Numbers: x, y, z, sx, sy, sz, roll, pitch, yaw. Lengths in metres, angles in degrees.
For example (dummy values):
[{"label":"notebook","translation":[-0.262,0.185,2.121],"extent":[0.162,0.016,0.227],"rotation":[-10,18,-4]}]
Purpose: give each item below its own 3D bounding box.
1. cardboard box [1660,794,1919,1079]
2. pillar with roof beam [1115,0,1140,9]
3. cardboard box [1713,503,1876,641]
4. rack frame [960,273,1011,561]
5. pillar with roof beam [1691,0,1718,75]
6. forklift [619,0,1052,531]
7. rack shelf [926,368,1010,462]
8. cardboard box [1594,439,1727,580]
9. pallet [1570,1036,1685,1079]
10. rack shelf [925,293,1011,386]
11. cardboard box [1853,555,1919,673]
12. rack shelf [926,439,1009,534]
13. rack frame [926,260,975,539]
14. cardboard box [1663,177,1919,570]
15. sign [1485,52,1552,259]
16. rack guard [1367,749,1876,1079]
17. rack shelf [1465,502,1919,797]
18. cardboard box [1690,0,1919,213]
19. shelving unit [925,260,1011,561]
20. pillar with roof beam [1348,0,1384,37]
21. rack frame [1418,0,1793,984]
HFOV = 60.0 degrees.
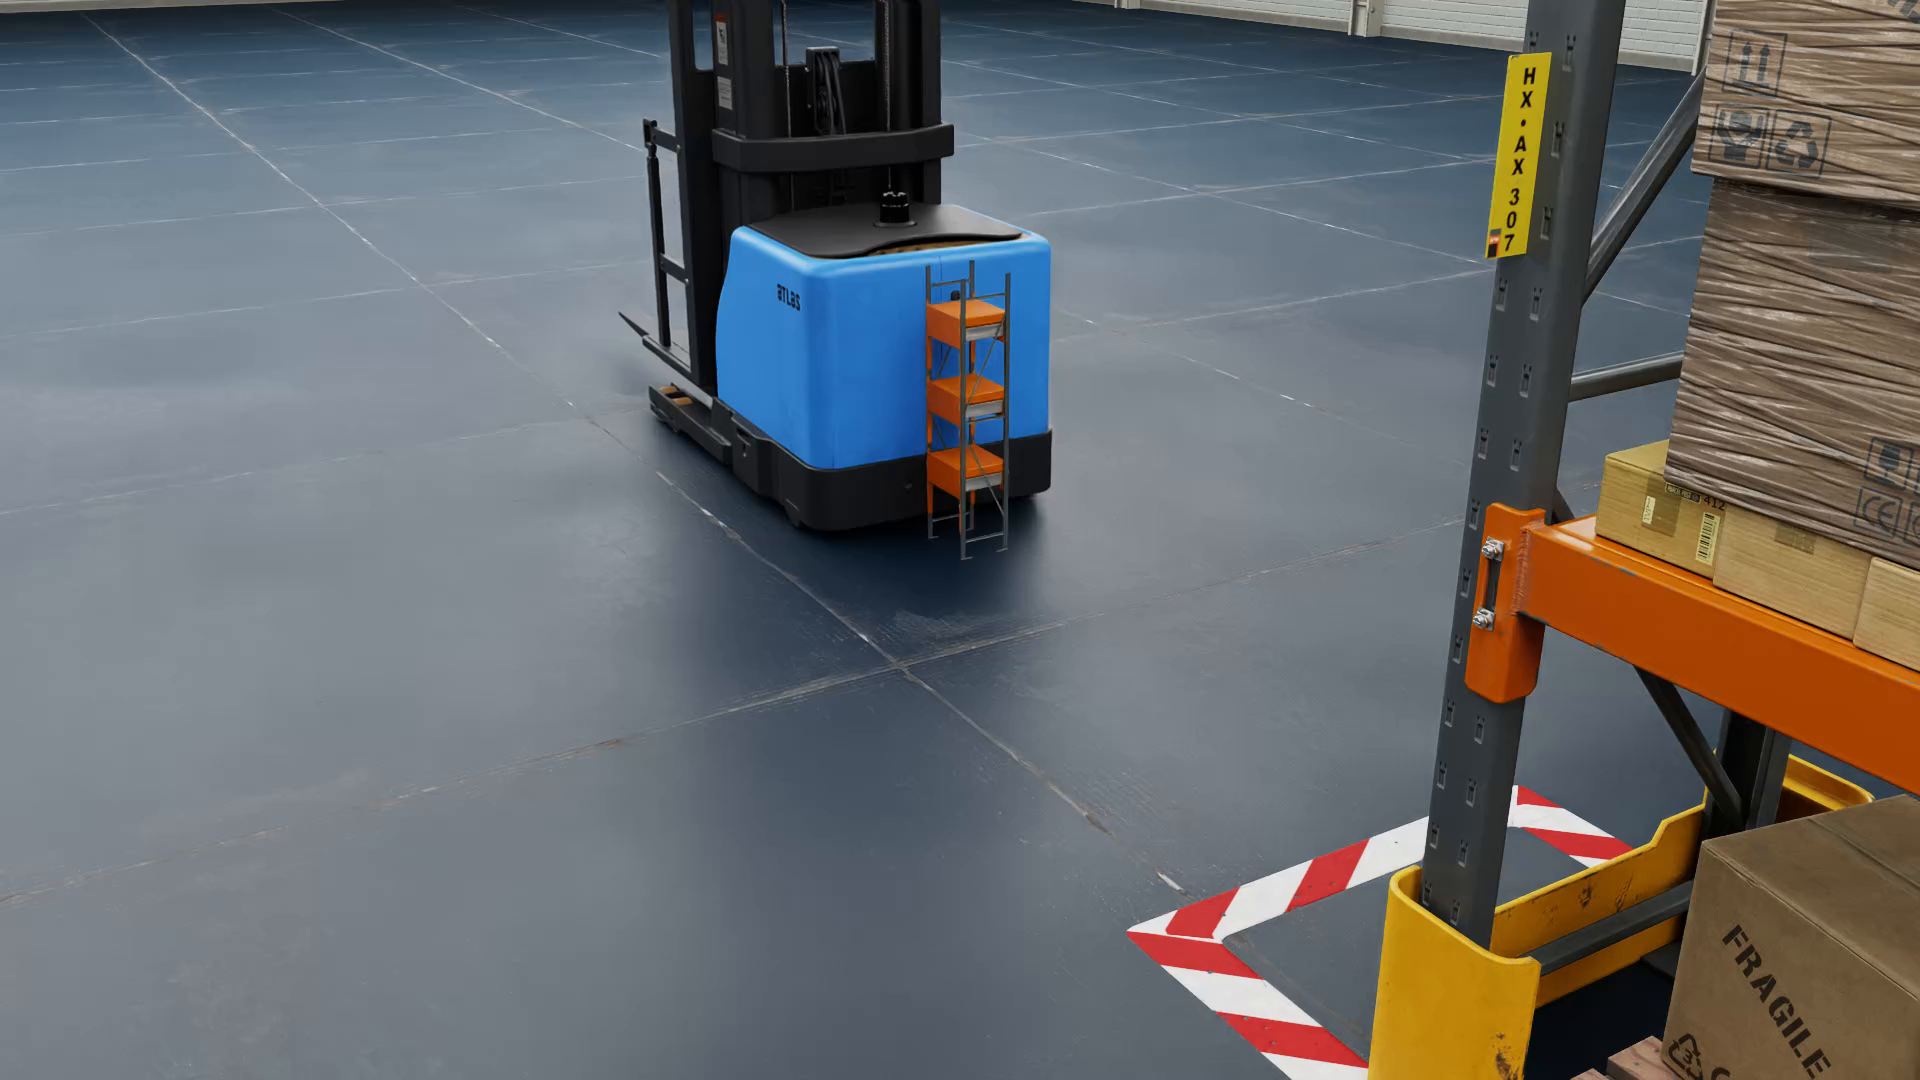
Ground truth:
[{"label":"cardboard box","translation":[1.685,0.840,3.024],"extent":[0.500,0.500,0.500],"rotation":[-8,23,-18]},{"label":"pillar with roof beam","translation":[-0.704,-12.847,25.969],"extent":[9.100,9.000,0.400],"rotation":[-13,25,-28]},{"label":"cardboard box","translation":[1.432,0.010,2.637],"extent":[0.380,0.149,0.250],"rotation":[-13,25,-28]},{"label":"rack frame","translation":[0.090,-0.430,5.974],"extent":[0.200,1.050,0.008],"rotation":[-13,25,-28]},{"label":"pillar with roof beam","translation":[5.426,-8.963,16.412],"extent":[9.100,9.000,0.400],"rotation":[-13,25,-28]},{"label":"forklift","translation":[-0.772,-1.906,7.108],"extent":[1.130,2.935,3.031],"rotation":[-11,25,-26]},{"label":"rack shelf","translation":[0.027,-0.459,6.075],"extent":[0.215,0.259,0.240],"rotation":[-13,25,-28]},{"label":"cardboard box","translation":[1.321,-0.075,2.845],"extent":[0.380,0.149,0.250],"rotation":[-13,25,-28]},{"label":"pallet","translation":[1.804,1.257,2.938],"extent":[1.003,0.211,1.213],"rotation":[-13,25,-28]},{"label":"rack shelf","translation":[0.027,-0.722,5.968],"extent":[0.215,0.259,0.240],"rotation":[-13,25,-28]},{"label":"cardboard box","translation":[1.547,0.094,2.431],"extent":[0.380,0.149,0.250],"rotation":[-13,25,-28]},{"label":"rack shelf","translation":[0.027,-0.202,6.180],"extent":[0.215,0.259,0.240],"rotation":[-13,25,-28]},{"label":"rack frame","translation":[-0.035,-0.509,6.168],"extent":[0.200,1.050,0.008],"rotation":[-13,25,-28]},{"label":"cardboard box","translation":[1.638,-0.330,2.612],"extent":[0.875,0.500,0.500],"rotation":[-13,25,-28]},{"label":"sign","translation":[0.914,-0.626,2.718],"extent":[0.100,0.325,0.005],"rotation":[-13,25,-28]},{"label":"rack guard","translation":[1.419,0.853,3.548],"extent":[1.175,0.500,0.348],"rotation":[-13,25,-28]},{"label":"rack shelf","translation":[2.402,0.652,1.680],"extent":[1.077,0.370,4.000],"rotation":[-13,25,-28]},{"label":"cardboard box","translation":[1.427,-0.746,2.307],"extent":[0.500,0.500,0.500],"rotation":[-13,25,-28]},{"label":"shelving unit","translation":[0.027,-0.469,6.071],"extent":[0.215,1.050,0.252],"rotation":[-13,25,-28]},{"label":"pillar with roof beam","translation":[2.361,-10.905,21.190],"extent":[9.100,9.000,0.400],"rotation":[-13,25,-28]},{"label":"rack frame","translation":[1.380,-0.329,3.138],"extent":[1.000,3.000,0.127],"rotation":[-13,25,-28]}]
